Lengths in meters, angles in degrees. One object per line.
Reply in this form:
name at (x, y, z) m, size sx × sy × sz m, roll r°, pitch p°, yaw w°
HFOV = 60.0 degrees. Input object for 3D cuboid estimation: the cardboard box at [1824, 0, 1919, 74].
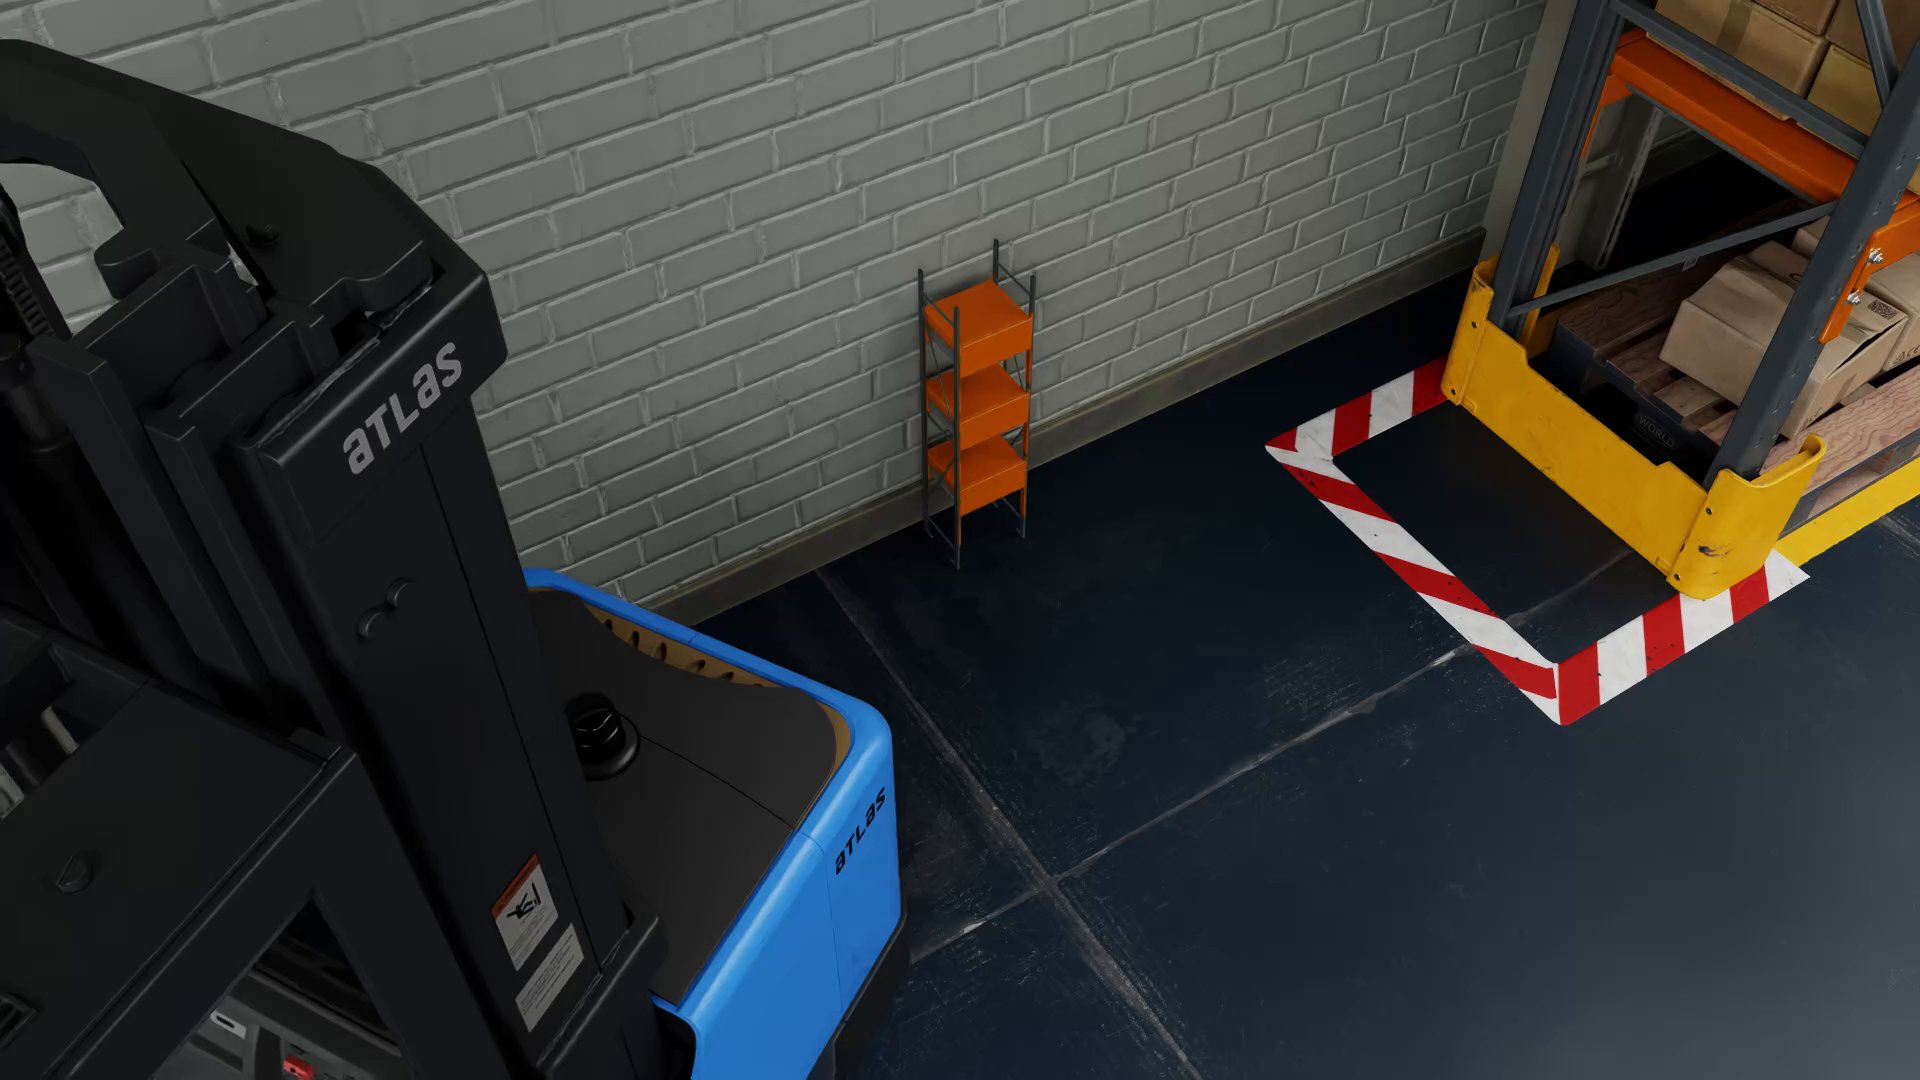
cardboard box at (2.583, -1.410, 4.082) m, size 0.500 × 0.500 × 0.500 m, roll -25°, pitch 53°, yaw -21°

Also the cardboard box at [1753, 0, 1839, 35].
cardboard box at (2.304, -1.732, 4.368) m, size 0.500 × 0.500 × 0.500 m, roll -26°, pitch 53°, yaw -21°

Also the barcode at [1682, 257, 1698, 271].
barcode at (2.454, -0.937, 5.576) m, size 0.075 × 0.075 × 0.001 m, roll -25°, pitch 53°, yaw -21°

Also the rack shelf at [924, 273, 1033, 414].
rack shelf at (0.045, -0.552, 4.673) m, size 0.240 × 0.259 × 0.215 m, roll -25°, pitch 53°, yaw -21°

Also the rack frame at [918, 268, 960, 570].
rack frame at (-0.058, -0.322, 4.834) m, size 0.008 × 1.050 × 0.200 m, roll -25°, pitch 53°, yaw -21°

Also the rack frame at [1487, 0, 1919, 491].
rack frame at (2.018, -1.203, 4.313) m, size 0.127 × 3.000 × 1.000 m, roll -25°, pitch 53°, yaw -21°

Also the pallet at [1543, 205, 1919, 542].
pallet at (2.789, -0.608, 5.650) m, size 1.213 × 0.211 × 1.003 m, roll -25°, pitch 53°, yaw -21°

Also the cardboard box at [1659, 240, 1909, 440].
cardboard box at (2.652, -0.674, 5.348) m, size 0.500 × 0.311 × 0.500 m, roll -31°, pitch 55°, yaw -25°

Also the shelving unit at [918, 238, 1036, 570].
shelving unit at (0.045, -0.370, 4.877) m, size 0.252 × 1.050 × 0.215 m, roll -25°, pitch 53°, yaw -21°

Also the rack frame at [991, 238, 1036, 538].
rack frame at (0.148, -0.419, 4.920) m, size 0.008 × 1.050 × 0.200 m, roll -25°, pitch 53°, yaw -21°

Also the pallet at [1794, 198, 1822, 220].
pallet at (3.819, -1.091, 6.080) m, size 1.213 × 0.211 × 1.003 m, roll -25°, pitch 53°, yaw -21°

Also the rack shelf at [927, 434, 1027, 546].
rack shelf at (0.045, -0.179, 5.092) m, size 0.240 × 0.259 × 0.215 m, roll -25°, pitch 53°, yaw -21°

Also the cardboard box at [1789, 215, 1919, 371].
cardboard box at (3.134, -0.901, 5.550) m, size 0.500 × 0.311 × 0.500 m, roll -21°, pitch 52°, yaw -18°

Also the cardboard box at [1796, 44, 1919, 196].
cardboard box at (2.601, -1.154, 4.356) m, size 0.500 × 0.250 × 0.500 m, roll -27°, pitch 54°, yaw -22°

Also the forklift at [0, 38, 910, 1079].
forklift at (-1.245, 0.924, 2.465) m, size 1.130 × 2.935 × 3.031 m, roll 21°, pitch 52°, yaw 18°

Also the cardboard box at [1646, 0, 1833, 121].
cardboard box at (2.310, -1.469, 4.637) m, size 0.500 × 0.250 × 0.500 m, roll -25°, pitch 53°, yaw -20°

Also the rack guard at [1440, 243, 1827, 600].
rack guard at (2.083, -0.402, 5.274) m, size 0.348 × 0.500 × 1.175 m, roll -25°, pitch 53°, yaw -21°

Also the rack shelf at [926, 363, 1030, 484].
rack shelf at (0.045, -0.363, 4.885) m, size 0.240 × 0.259 × 0.215 m, roll -25°, pitch 53°, yaw -21°

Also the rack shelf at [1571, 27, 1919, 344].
rack shelf at (3.710, -1.761, 5.291) m, size 4.000 × 0.370 × 1.077 m, roll -25°, pitch 53°, yaw -21°

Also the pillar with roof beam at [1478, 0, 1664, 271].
pillar with roof beam at (4.446, -1.305, 0.386) m, size 0.400 × 9.000 × 9.100 m, roll -25°, pitch 53°, yaw -21°
